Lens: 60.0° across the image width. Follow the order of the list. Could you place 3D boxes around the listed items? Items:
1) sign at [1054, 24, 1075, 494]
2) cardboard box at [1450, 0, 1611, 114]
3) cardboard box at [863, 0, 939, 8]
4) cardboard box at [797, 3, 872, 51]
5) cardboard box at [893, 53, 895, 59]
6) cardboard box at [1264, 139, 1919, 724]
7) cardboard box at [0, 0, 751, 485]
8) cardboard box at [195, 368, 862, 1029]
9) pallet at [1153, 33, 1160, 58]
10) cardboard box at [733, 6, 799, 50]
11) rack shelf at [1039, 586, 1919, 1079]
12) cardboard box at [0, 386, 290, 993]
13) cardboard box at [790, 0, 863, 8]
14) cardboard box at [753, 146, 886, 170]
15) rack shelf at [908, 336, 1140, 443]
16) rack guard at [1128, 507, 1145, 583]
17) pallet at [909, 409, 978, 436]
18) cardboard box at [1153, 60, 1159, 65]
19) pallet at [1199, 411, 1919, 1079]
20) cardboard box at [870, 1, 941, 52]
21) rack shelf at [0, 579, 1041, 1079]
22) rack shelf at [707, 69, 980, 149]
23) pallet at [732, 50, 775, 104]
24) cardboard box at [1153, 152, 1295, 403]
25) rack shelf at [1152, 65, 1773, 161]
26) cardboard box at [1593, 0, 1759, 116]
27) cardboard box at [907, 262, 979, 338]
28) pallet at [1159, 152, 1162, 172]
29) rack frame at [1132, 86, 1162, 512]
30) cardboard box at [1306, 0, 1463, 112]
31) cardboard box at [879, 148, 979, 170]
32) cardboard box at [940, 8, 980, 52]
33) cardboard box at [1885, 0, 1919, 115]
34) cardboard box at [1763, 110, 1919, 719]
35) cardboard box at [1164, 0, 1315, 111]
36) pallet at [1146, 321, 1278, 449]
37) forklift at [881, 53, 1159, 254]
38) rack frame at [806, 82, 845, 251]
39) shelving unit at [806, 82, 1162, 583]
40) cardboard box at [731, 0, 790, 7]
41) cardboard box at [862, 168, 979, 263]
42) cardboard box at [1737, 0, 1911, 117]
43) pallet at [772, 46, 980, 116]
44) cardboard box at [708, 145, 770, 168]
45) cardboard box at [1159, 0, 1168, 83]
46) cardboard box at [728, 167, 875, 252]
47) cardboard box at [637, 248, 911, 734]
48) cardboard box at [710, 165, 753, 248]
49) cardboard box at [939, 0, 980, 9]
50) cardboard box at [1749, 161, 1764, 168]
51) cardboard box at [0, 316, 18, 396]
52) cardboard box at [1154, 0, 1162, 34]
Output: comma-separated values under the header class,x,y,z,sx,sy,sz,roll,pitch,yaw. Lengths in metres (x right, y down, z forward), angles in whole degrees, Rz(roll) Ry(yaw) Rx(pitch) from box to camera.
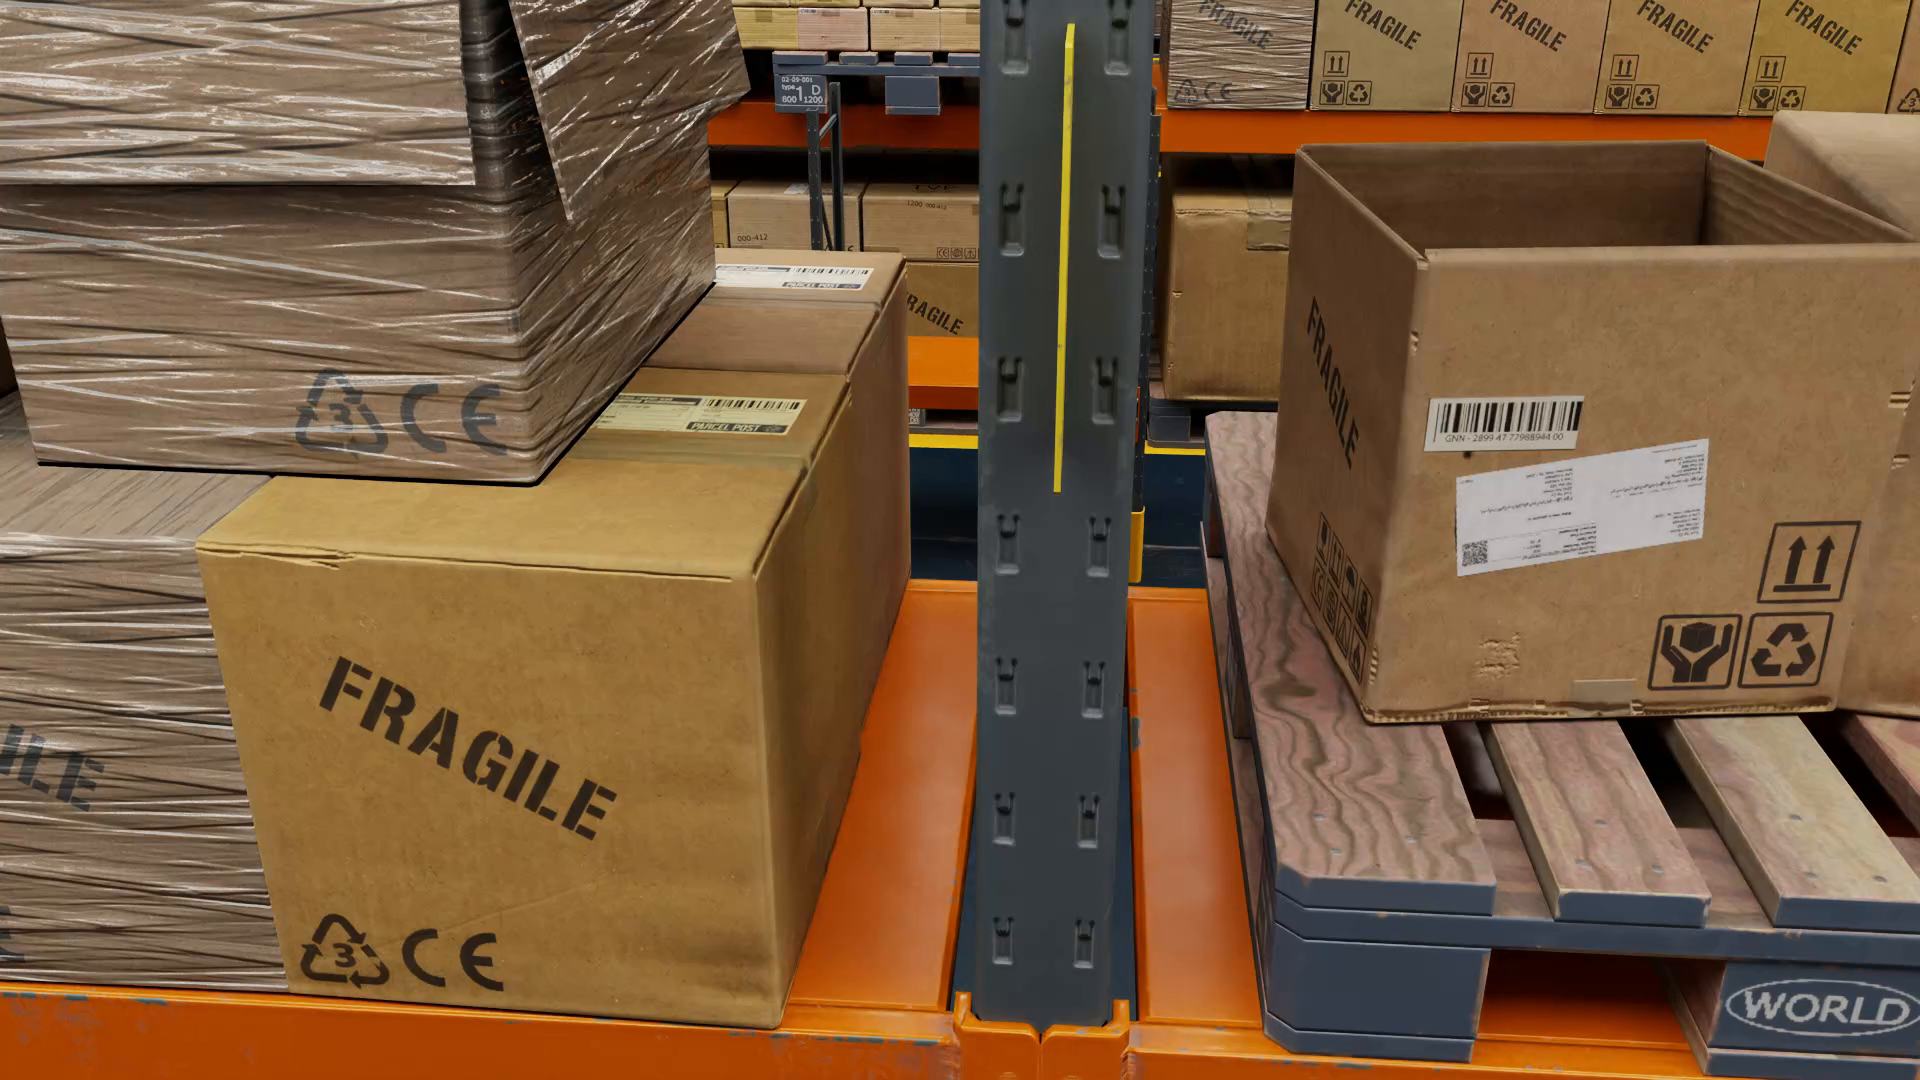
class,x,y,z,sx,sy,sz,roll,pitch,yaw
sign,0.076,-0.202,1.215,0.005,0.325,0.100,2,25,4
cardboard box,2.033,-1.858,6.081,0.500,0.500,0.500,2,25,4
cardboard box,-0.198,-2.017,5.987,0.250,0.149,0.380,3,25,6
cardboard box,-0.435,-1.889,6.065,0.250,0.149,0.380,2,25,5
cardboard box,-0.697,-3.350,11.482,0.875,0.875,0.875,2,25,5
cardboard box,0.657,-0.143,1.850,0.500,0.500,0.500,-1,25,-2
cardboard box,-0.613,-0.438,1.795,0.637,0.503,0.797,3,25,6
cardboard box,-0.396,0.135,1.749,0.500,0.500,0.500,3,25,6
pallet,2.068,-4.797,15.923,1.213,0.211,1.003,2,25,4
cardboard box,-0.684,-1.898,6.085,0.250,0.149,0.380,2,25,3
rack shelf,2.109,0.484,1.971,4.000,0.370,1.077,2,25,4
cardboard box,-0.892,0.116,1.789,0.500,0.500,0.500,2,25,4
cardboard box,-0.461,-2.024,6.003,0.250,0.149,0.380,2,25,5
cardboard box,-0.579,-1.506,7.026,0.500,0.250,0.500,2,25,3
rack shelf,0.085,-0.515,5.506,1.000,0.185,0.538,2,25,4
rack guard,0.573,-0.095,5.658,0.087,0.250,0.587,2,25,4
pallet,-0.183,-0.730,7.084,1.213,0.211,1.003,2,25,4
cardboard box,1.436,-3.012,11.349,0.625,0.372,0.950,0,25,0
pallet,0.834,0.158,2.047,1.003,0.211,1.213,2,25,4
cardboard box,-0.179,-1.881,6.047,0.250,0.149,0.380,2,25,4
rack shelf,-1.879,0.356,2.249,4.000,0.370,1.077,2,25,4
rack shelf,-1.398,-1.708,6.735,4.000,0.370,1.077,2,25,4
pallet,-1.381,-1.930,6.586,1.213,0.211,1.003,2,25,4
cardboard box,1.196,-1.083,6.704,0.750,0.750,1.050,2,25,3
rack shelf,2.590,-1.580,6.457,4.000,0.370,1.077,2,25,4
cardboard box,2.529,-1.841,6.044,0.500,0.500,0.500,2,25,3
cardboard box,-0.081,-0.939,6.689,0.500,0.500,0.500,2,25,4
pallet,1.653,-2.745,11.463,1.213,0.211,1.003,2,25,4
rack frame,0.592,-0.662,5.395,0.032,1.500,0.500,2,25,4
cardboard box,1.530,-1.875,6.116,0.500,0.500,0.500,2,25,3
cardboard box,-0.073,-1.490,6.991,0.500,0.250,0.500,1,25,2
cardboard box,0.069,-1.872,6.028,0.250,0.149,0.380,2,25,5
cardboard box,3.539,-1.810,5.976,0.500,0.500,0.500,2,25,3
cardboard box,1.221,-0.167,1.902,0.500,0.500,0.700,5,25,12
cardboard box,1.023,-1.890,6.149,0.500,0.500,0.500,2,25,5
pallet,1.376,-0.648,6.905,1.213,0.211,1.003,2,25,4
forklift,-0.180,-2.777,8.278,3.031,2.935,1.130,1,25,2
rack frame,-0.422,-0.695,5.466,0.032,1.500,0.500,2,25,4
shelving unit,0.076,-0.679,5.431,1.083,1.500,0.587,2,25,4
cardboard box,-0.710,-2.032,6.021,0.250,0.149,0.380,2,25,4
cardboard box,-0.106,-1.280,6.534,0.500,0.250,0.500,1,25,3
cardboard box,3.035,-1.826,6.011,0.500,0.500,0.500,2,25,5
pallet,-0.123,-1.862,6.439,1.003,0.211,1.213,2,25,4
cardboard box,-1.071,-1.527,7.072,0.500,0.250,0.500,2,25,4
cardboard box,1.065,-2.114,6.636,0.500,0.500,0.500,2,25,4
cardboard box,-0.611,-1.291,6.559,0.500,0.250,0.500,2,25,5
cardboard box,-0.349,-0.082,2.219,0.500,0.500,0.500,3,25,6
cardboard box,-1.116,-1.314,6.608,0.500,0.250,0.500,2,25,5
cardboard box,0.068,-2.009,5.970,0.250,0.149,0.380,2,25,5
cardboard box,2.997,-1.027,6.582,0.750,0.750,1.050,2,25,4
cardboard box,-1.262,-0.460,1.843,0.637,0.503,0.797,2,25,5
cardboard box,1.871,-5.193,15.785,0.625,0.625,0.875,3,25,6
